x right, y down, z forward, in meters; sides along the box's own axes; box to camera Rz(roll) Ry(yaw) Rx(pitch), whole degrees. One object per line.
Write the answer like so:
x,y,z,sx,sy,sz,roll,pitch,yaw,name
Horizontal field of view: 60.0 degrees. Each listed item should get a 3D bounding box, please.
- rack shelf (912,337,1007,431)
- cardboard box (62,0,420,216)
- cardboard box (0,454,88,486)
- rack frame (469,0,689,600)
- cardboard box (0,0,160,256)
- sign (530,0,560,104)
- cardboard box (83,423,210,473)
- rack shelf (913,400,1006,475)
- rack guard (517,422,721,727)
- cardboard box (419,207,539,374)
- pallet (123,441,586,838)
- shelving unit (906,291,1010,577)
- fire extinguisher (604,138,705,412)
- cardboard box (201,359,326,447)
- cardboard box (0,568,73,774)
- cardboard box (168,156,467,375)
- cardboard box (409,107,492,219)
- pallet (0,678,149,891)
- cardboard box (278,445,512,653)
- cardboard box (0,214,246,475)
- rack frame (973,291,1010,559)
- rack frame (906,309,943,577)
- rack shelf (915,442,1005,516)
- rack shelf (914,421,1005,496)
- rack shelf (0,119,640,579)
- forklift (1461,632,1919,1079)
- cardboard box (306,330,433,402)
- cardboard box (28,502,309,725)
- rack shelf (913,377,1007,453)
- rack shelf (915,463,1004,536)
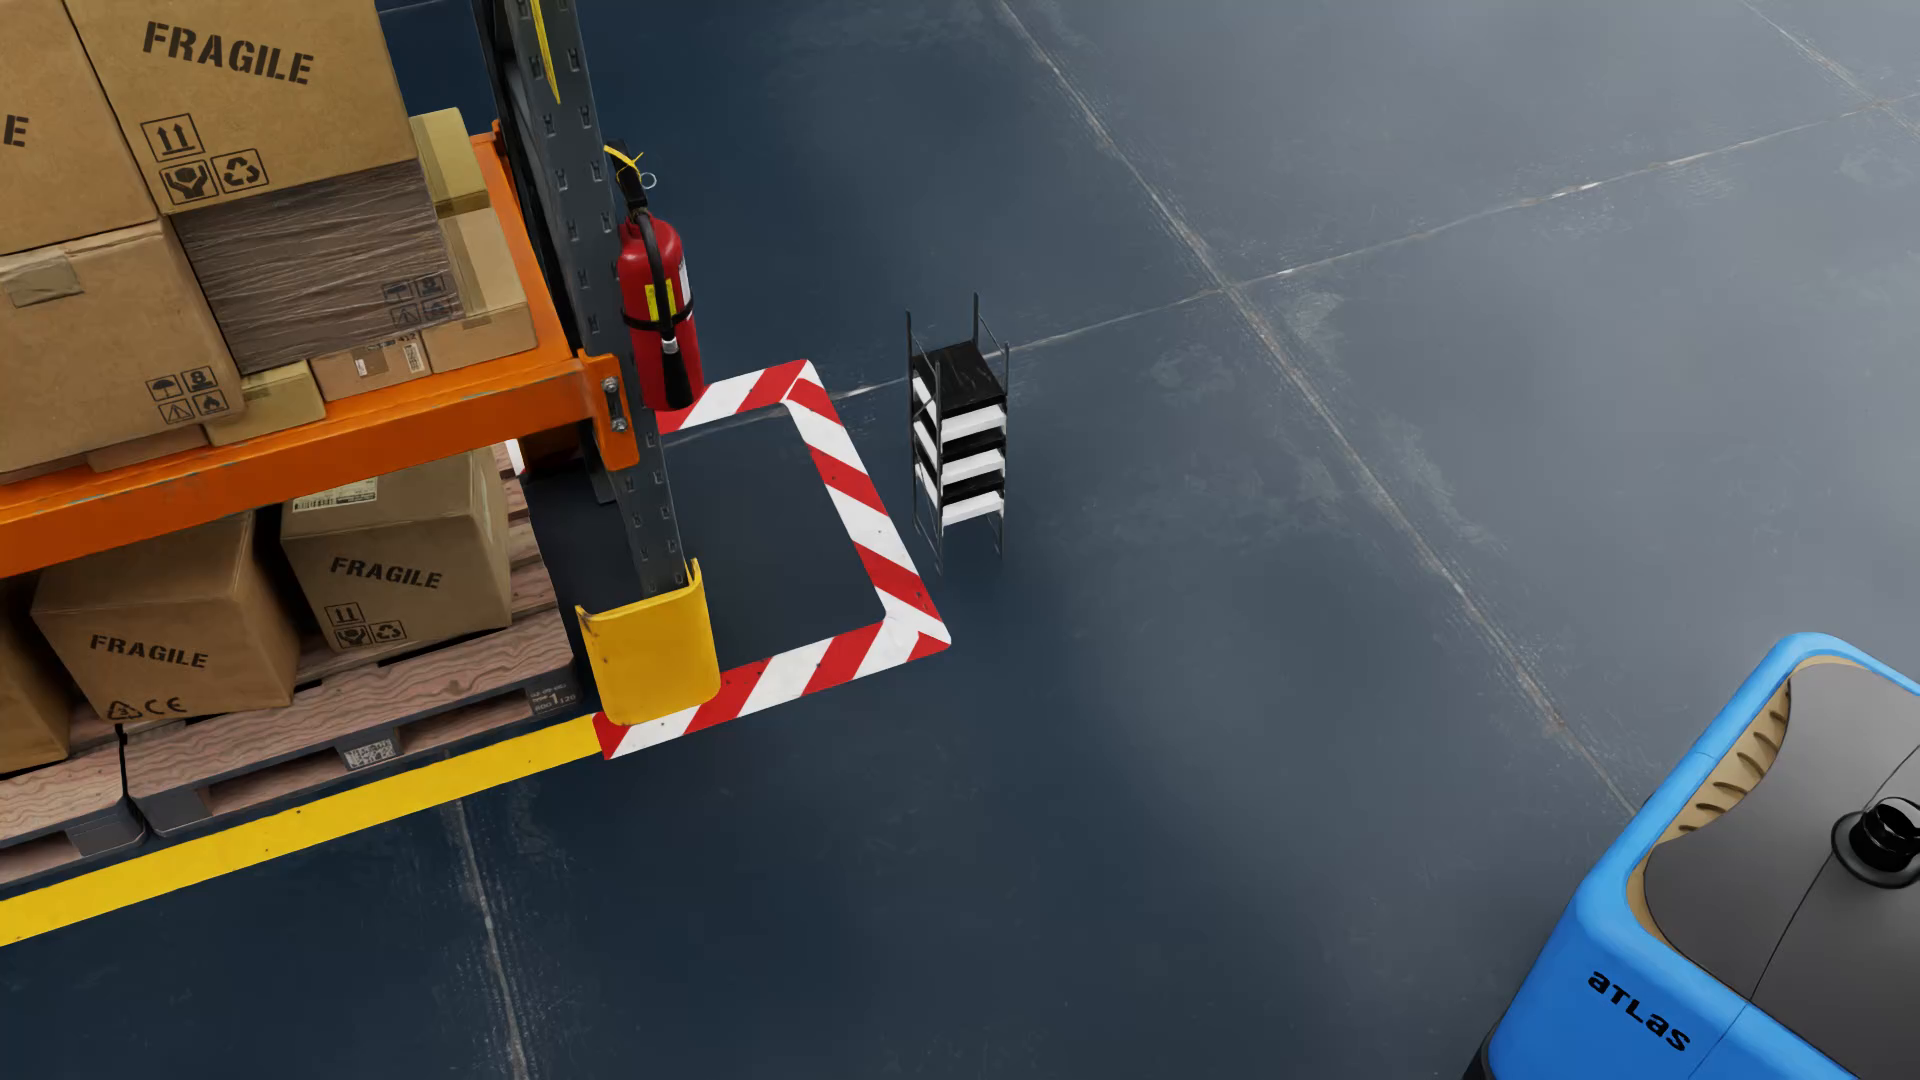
-0.008,-0.445,4.727,0.200,0.077,0.258,-17,52,-14,rack shelf
-1.407,-1.030,3.236,0.500,0.500,0.500,-17,52,-14,cardboard box
-2.105,-0.315,3.709,0.250,0.149,0.380,-17,52,-14,cardboard box
-0.992,-0.906,4.051,0.127,3.000,1.000,-17,52,-14,rack frame
-1.868,-0.883,3.110,0.500,0.500,0.500,-17,52,-14,cardboard box
-0.800,-0.991,3.152,0.005,0.325,0.100,-17,52,-14,sign
-1.858,-0.357,3.745,0.250,0.149,0.380,-17,52,-14,cardboard box
-0.008,-0.328,4.864,0.200,0.077,0.258,-17,52,-14,rack shelf
-1.062,-0.070,4.980,0.348,0.500,1.175,-17,52,-14,rack guard
-1.177,-0.597,3.951,0.250,0.149,0.380,-17,52,-14,cardboard box
-1.827,0.232,4.911,1.213,0.211,1.003,-17,52,-14,pallet
-0.008,-0.291,4.907,0.210,0.900,0.258,-17,52,-14,shelving unit
-0.711,-0.590,3.830,0.183,0.674,0.296,-17,52,-14,fire extinguisher
-1.621,-0.418,3.798,0.250,0.149,0.380,-17,52,-14,cardboard box
-2.703,0.301,4.385,0.500,0.500,0.500,-13,51,-11,cardboard box
-1.511,-0.897,3.781,0.500,0.500,0.875,-17,52,-14,cardboard box
-1.346,-0.910,4.220,0.250,0.149,0.380,-17,52,-14,cardboard box
-2.955,0.579,4.613,1.213,0.211,1.003,-17,52,-14,pallet
-1.576,-0.061,4.696,0.500,0.500,0.500,-9,50,-7,cardboard box
-1.929,-0.669,3.586,0.500,0.500,0.875,-17,52,-14,cardboard box
0.087,-0.320,4.932,0.006,0.900,0.240,-17,52,-14,rack frame
-0.102,-0.262,4.882,0.006,0.900,0.240,-17,52,-14,rack frame
-0.008,-0.211,5.000,0.200,0.077,0.258,-17,52,-14,rack shelf
-0.008,-0.269,4.932,0.200,0.077,0.258,-17,52,-14,rack shelf
-2.843,-0.098,3.831,4.000,0.370,1.077,-17,52,-14,rack shelf
2.602,0.965,2.489,3.031,2.935,1.130,36,58,27,forklift
-1.409,-0.526,3.890,0.250,0.149,0.380,-17,52,-14,cardboard box
-2.116,0.134,4.528,0.500,0.500,0.500,-5,50,-5,cardboard box
-0.008,-0.386,4.795,0.200,0.077,0.258,-17,52,-14,rack shelf
-0.008,-0.152,5.068,0.200,0.077,0.258,-17,52,-14,rack shelf
